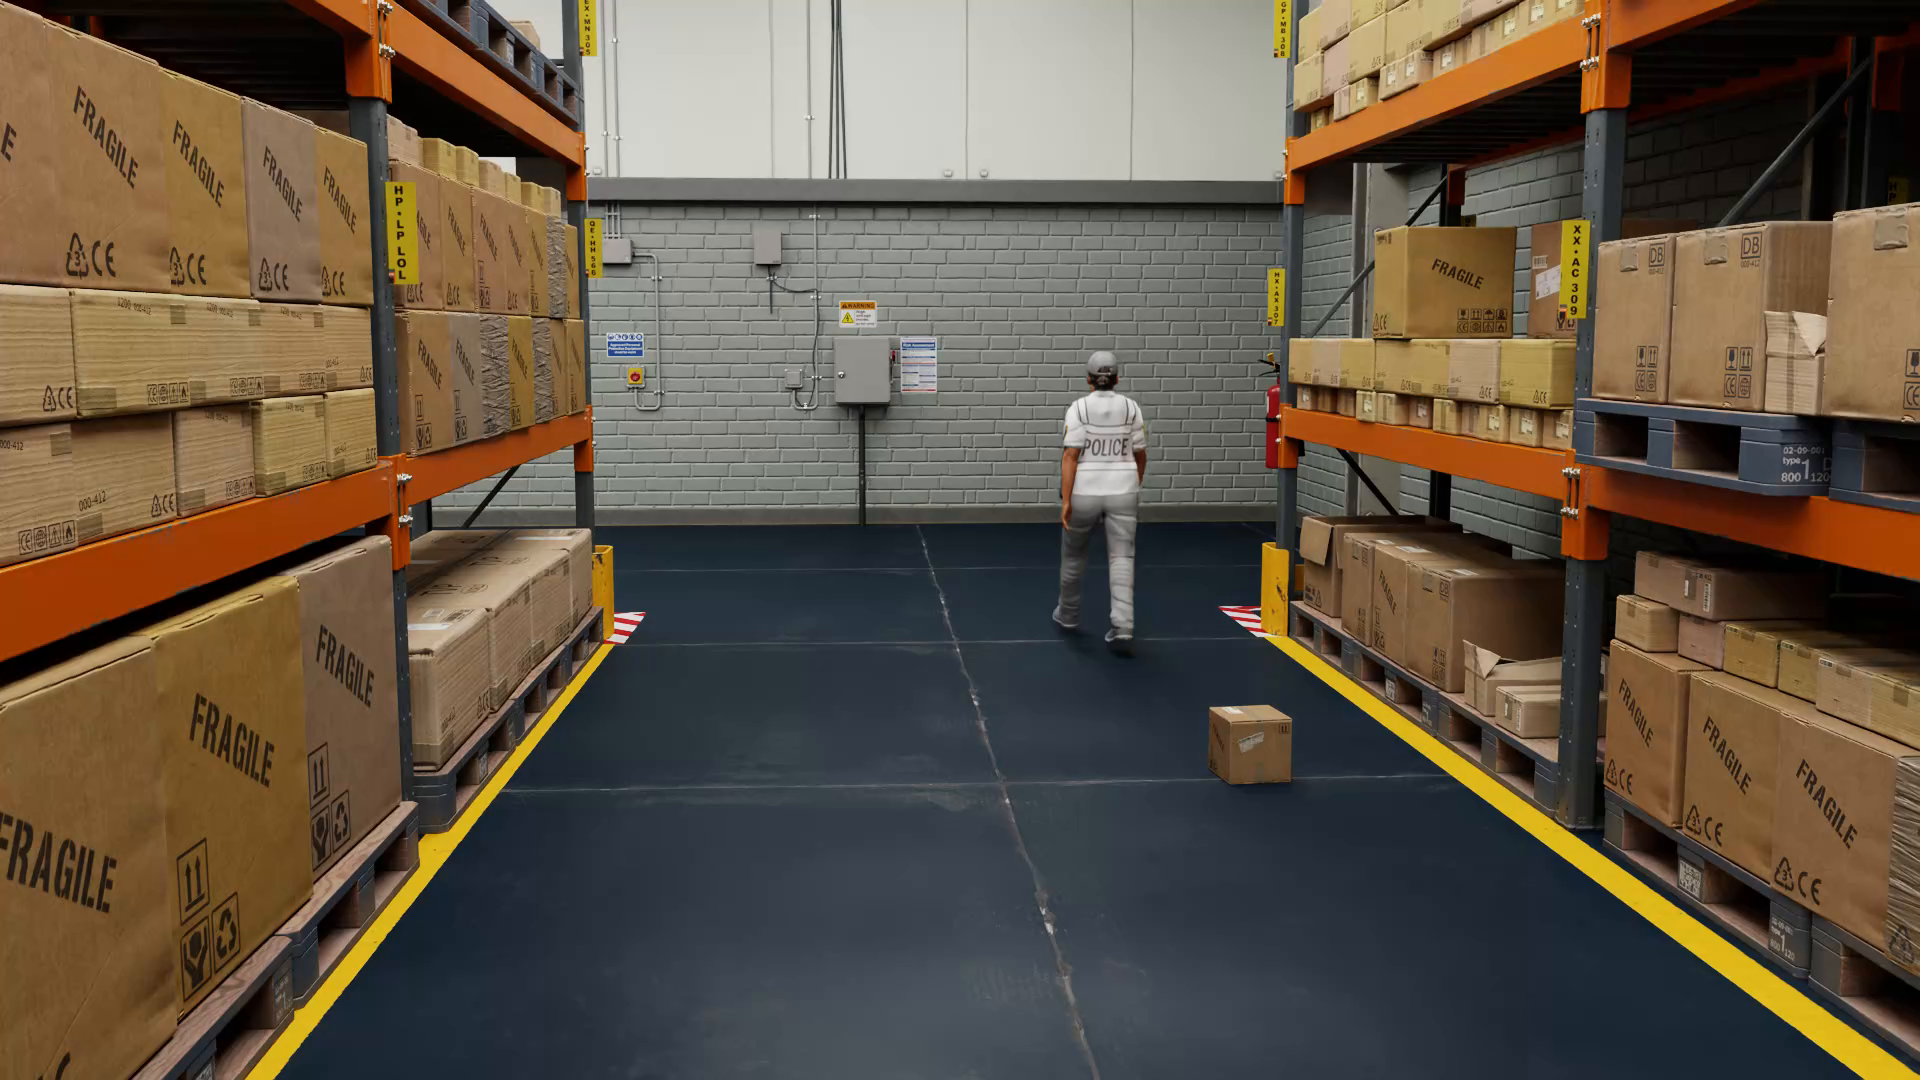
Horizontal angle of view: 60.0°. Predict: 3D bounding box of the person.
[{"bbox_3d":[0.796,-0.250,9.304,0.495,1.599,1.050,0,7,-1],"label":"person"}]
